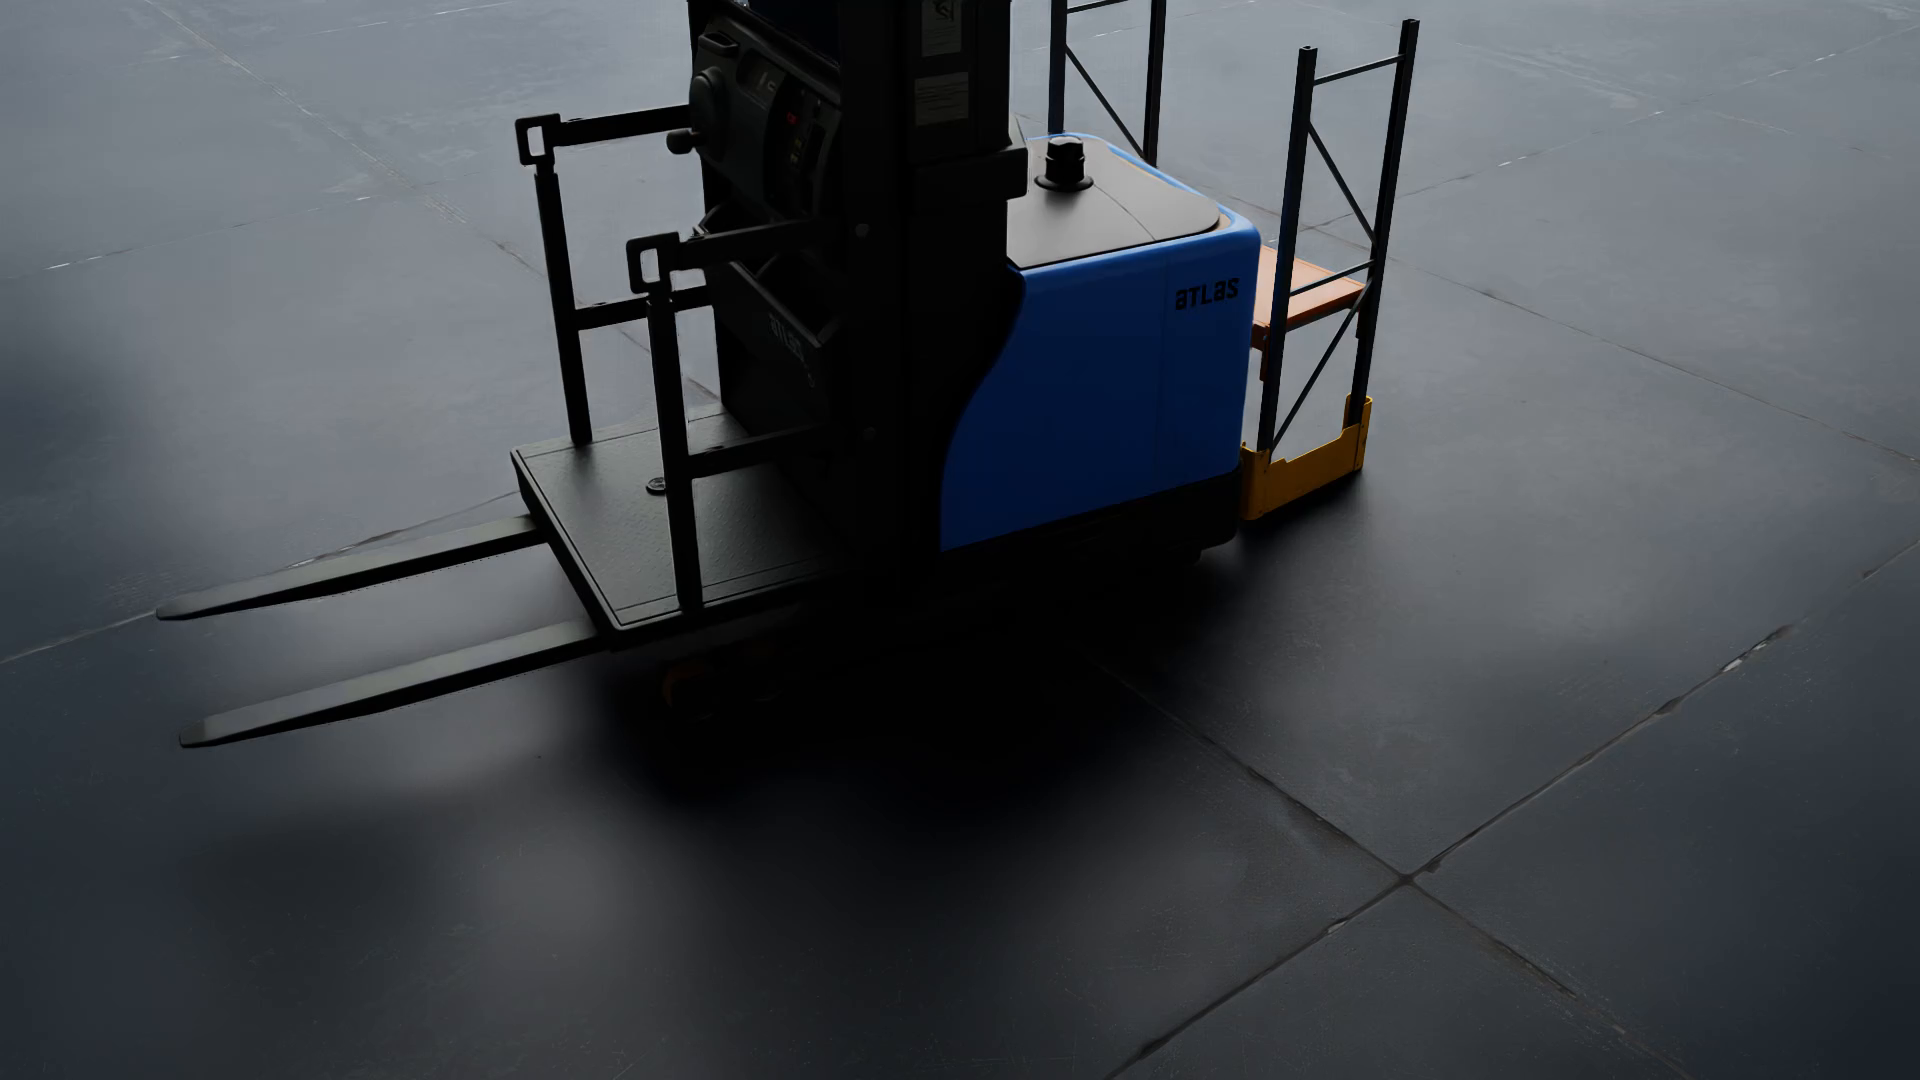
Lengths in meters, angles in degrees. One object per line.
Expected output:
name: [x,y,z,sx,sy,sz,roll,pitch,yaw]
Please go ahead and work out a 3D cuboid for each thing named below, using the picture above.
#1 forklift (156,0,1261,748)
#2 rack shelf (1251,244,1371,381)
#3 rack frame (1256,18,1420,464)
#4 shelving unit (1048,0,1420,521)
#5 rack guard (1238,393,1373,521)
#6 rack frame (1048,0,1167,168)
forklift: [-0.690,-1.077,4.206,3.031,2.935,1.130,-15,35,-23]
rack shelf: [0.817,-0.856,5.547,0.538,0.185,1.000,-24,39,-33]
rack frame: [1.140,-0.802,5.119,0.500,1.500,0.032,-24,39,-33]
shelving unit: [0.811,-1.012,5.458,0.587,1.500,1.083,-24,39,-33]
rack guard: [1.128,-0.279,5.462,0.587,0.250,0.087,-24,39,-33]
rack frame: [0.493,-1.216,5.786,0.500,1.500,0.032,-24,39,-33]
